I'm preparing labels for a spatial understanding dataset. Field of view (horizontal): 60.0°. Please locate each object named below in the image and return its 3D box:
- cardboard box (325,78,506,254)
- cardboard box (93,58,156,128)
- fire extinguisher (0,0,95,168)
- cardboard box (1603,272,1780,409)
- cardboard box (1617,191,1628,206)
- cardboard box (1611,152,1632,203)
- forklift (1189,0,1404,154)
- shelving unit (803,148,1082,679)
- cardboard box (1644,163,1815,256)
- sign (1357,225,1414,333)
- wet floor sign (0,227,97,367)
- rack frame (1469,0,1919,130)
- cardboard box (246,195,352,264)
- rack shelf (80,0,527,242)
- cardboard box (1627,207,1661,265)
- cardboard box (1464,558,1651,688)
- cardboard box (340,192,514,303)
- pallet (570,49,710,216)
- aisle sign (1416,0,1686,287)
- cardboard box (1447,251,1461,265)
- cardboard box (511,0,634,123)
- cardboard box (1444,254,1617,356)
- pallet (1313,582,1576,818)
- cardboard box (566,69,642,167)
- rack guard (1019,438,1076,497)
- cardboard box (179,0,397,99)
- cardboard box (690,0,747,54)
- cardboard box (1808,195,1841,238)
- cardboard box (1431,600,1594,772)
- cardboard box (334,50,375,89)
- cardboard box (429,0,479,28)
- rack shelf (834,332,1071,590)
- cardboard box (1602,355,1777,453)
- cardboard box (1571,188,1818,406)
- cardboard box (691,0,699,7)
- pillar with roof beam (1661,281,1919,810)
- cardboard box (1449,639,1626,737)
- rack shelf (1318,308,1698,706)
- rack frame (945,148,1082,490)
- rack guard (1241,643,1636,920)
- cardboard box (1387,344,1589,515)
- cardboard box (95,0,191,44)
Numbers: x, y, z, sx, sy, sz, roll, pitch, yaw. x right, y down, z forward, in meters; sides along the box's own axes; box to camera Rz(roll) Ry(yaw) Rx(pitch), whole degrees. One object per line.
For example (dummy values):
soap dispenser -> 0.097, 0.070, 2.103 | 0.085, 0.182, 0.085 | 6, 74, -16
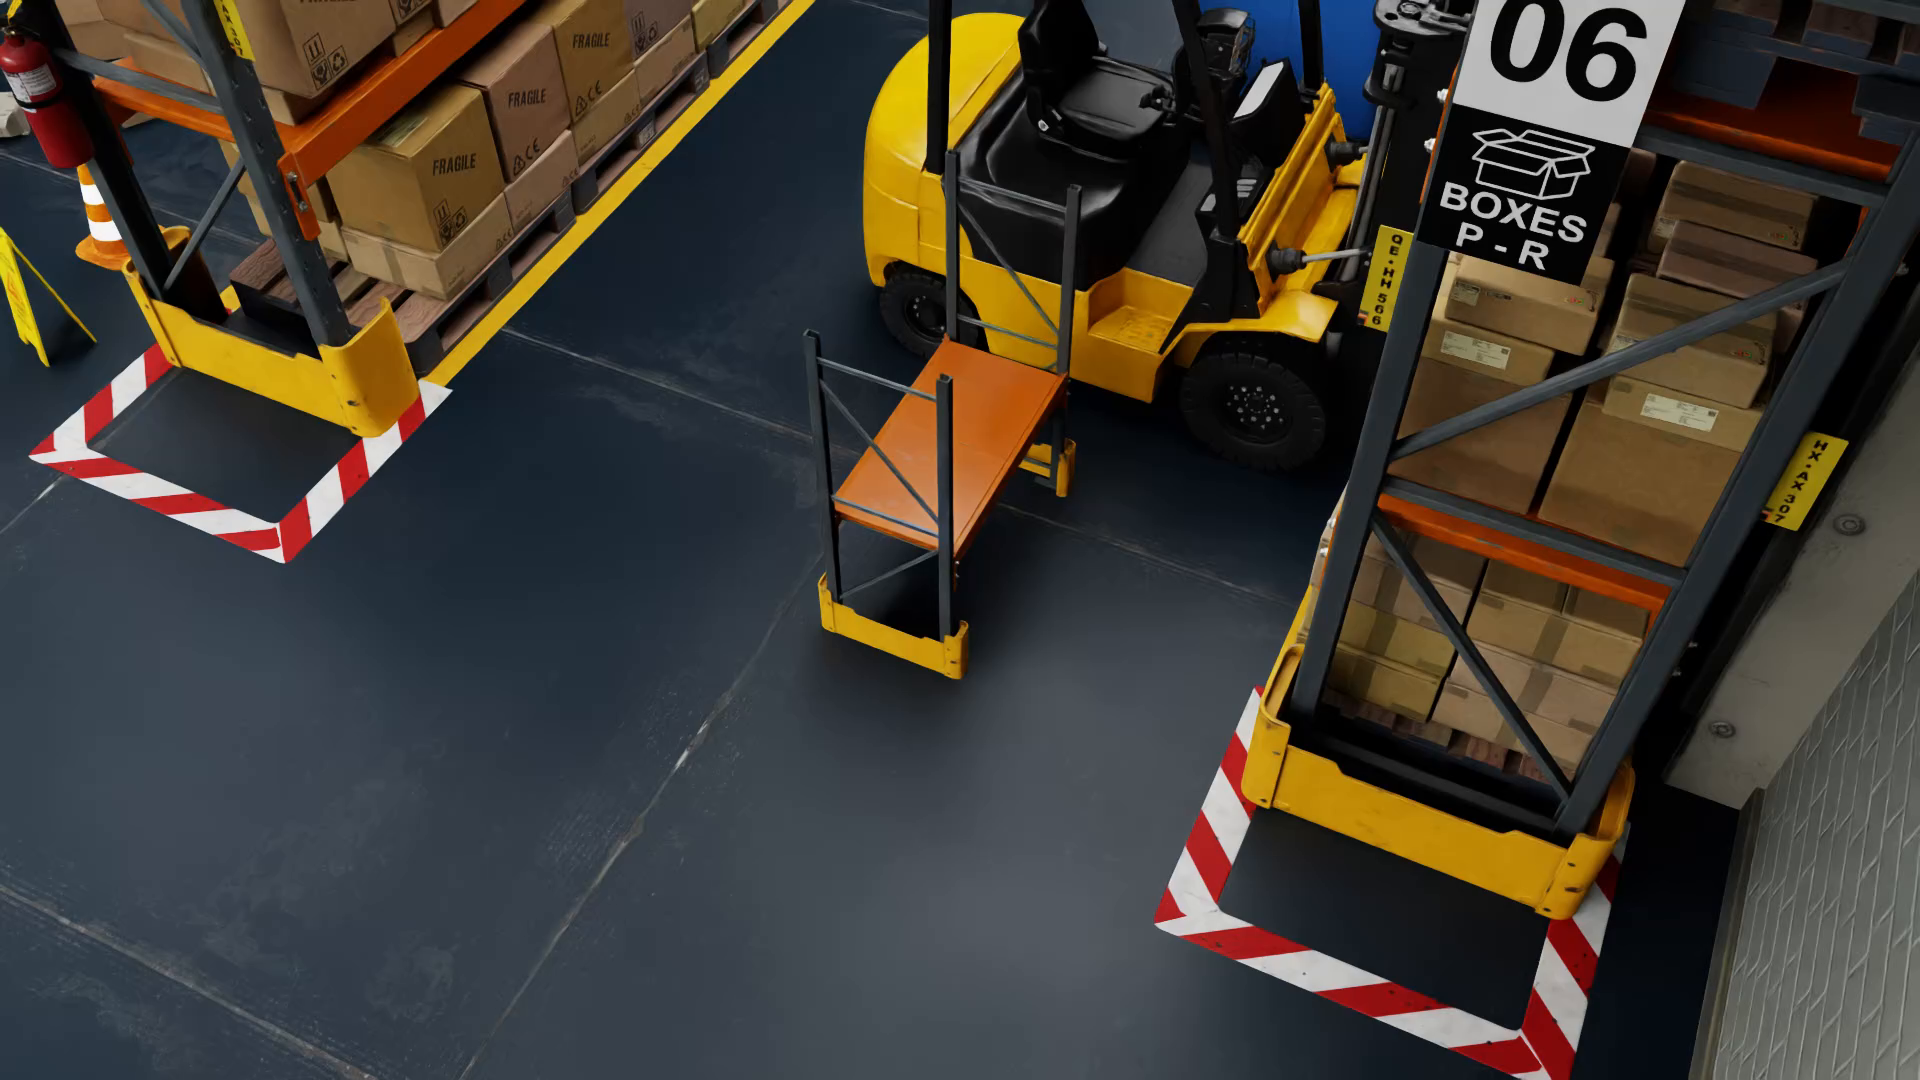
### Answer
cardboard box -> -2.311, -1.606, 7.000 | 0.500, 0.500, 0.500 | 18, 52, 15
cardboard box -> -4.182, -2.272, 8.400 | 0.250, 0.149, 0.380 | -28, 55, -22
fire extinguisher -> -3.381, -1.682, 6.078 | 0.296, 0.674, 0.183 | 20, 52, 16
cardboard box -> 1.911, -0.524, 4.355 | 0.380, 0.149, 0.250 | 19, 52, 15
cardboard box -> 1.834, -1.108, 5.046 | 0.380, 0.149, 0.250 | 19, 52, 16
cardboard box -> 1.701, -1.047, 4.799 | 0.380, 0.149, 0.250 | 21, 53, 17
forklift -> 2.284, -3.760, 7.840 | 1.130, 2.935, 3.031 | 25, 54, 20
shelving unit -> -0.033, -0.434, 5.949 | 0.587, 1.500, 1.083 | 20, 52, 16
cardboard box -> 2.153, -0.880, 4.658 | 0.380, 0.149, 0.250 | 21, 53, 17
sign -> 1.090, -0.662, 4.243 | 0.100, 0.325, 0.005 | 20, 52, 16
wet floor sign -> -3.964, -1.090, 7.069 | 0.232, 0.644, 0.267 | -37, 59, -27
rack frame -> 1.574, -1.968, 2.331 | 1.000, 3.000, 0.127 | 20, 52, 16
cardboard box -> -2.803, -1.542, 7.437 | 0.500, 0.250, 0.500 | 20, 52, 16
rack shelf -> -2.061, -2.780, 7.434 | 1.077, 0.370, 4.000 | 20, 52, 16
cardboard box -> 2.116, -0.779, 4.766 | 0.380, 0.149, 0.250 | 19, 52, 15
cardboard box -> 1.951, 0.138, 5.351 | 0.500, 0.250, 0.500 | 19, 52, 16
cardboard box -> -2.321, -1.347, 7.271 | 0.500, 0.250, 0.500 | 19, 52, 16
pallet -> -1.981, -2.170, 8.273 | 1.003, 0.211, 1.213 | 20, 52, 16
aisle sign -> 1.281, -0.916, 3.668 | 0.394, 0.787, 0.004 | 20, 52, 16
cardboard box -> 1.551, -0.782, 4.769 | 0.380, 0.149, 0.250 | 21, 53, 17
cardboard box -> -1.870, -2.310, 7.599 | 0.500, 0.500, 0.500 | 21, 53, 17
cardboard box -> 1.537, -0.678, 4.485 | 0.380, 0.149, 0.250 | 20, 52, 16
pallet -> 1.863, 0.340, 6.137 | 1.003, 0.211, 1.213 | 20, 52, 16
cardboard box -> -1.874, -2.075, 7.891 | 0.500, 0.250, 0.500 | 23, 53, 18
rack guard -> 0.180, -0.371, 6.717 | 0.587, 0.250, 0.087 | 20, 52, 16
cardboard box -> -2.462, -2.001, 6.037 | 0.500, 0.500, 0.500 | 19, 52, 16
cardboard box -> -1.434, -2.771, 8.483 | 0.500, 0.250, 0.500 | 19, 52, 15
cardboard box -> 2.456, -1.092, 5.033 | 0.380, 0.149, 0.250 | 20, 53, 16
cardboard box -> 1.961, 0.457, 5.737 | 0.500, 0.250, 0.500 | 20, 52, 16
cardboard box -> -2.488, -1.900, 6.377 | 0.380, 0.149, 0.250 | 21, 53, 17
cardboard box -> -2.151, -2.216, 6.646 | 0.380, 0.149, 0.250 | 21, 53, 17
rack shelf -> -0.036, -0.311, 6.081 | 0.538, 0.185, 1.000 | 20, 52, 16
cardboard box -> 1.954, -0.415, 4.457 | 0.380, 0.149, 0.250 | 19, 52, 15
cardboard box -> 2.239, -0.673, 5.102 | 0.500, 0.500, 0.500 | 21, 53, 17
cardboard box -> -1.432, -3.033, 8.214 | 0.500, 0.500, 0.500 | 21, 53, 17
pillar with roof beam -> -1.206, -3.555, 3.681 | 9.100, 9.000, 0.400 | 20, 52, 16
cardboard box -> 1.963, 0.313, 5.531 | 0.500, 0.250, 0.500 | 21, 53, 17
rack shelf -> 2.429, -1.168, 6.062 | 1.077, 0.370, 4.000 | 20, 52, 16
rack frame -> 0.181, -0.777, 6.242 | 0.500, 1.500, 0.032 | 20, 52, 16
rack guard -> 1.564, 0.803, 5.554 | 1.175, 0.500, 0.348 | 20, 52, 16
cardboard box -> 1.547, -0.480, 4.939 | 0.500, 0.500, 0.500 | 19, 52, 15
cardboard box -> -2.933, -2.228, 6.231 | 0.500, 0.500, 0.500 | 19, 52, 15
